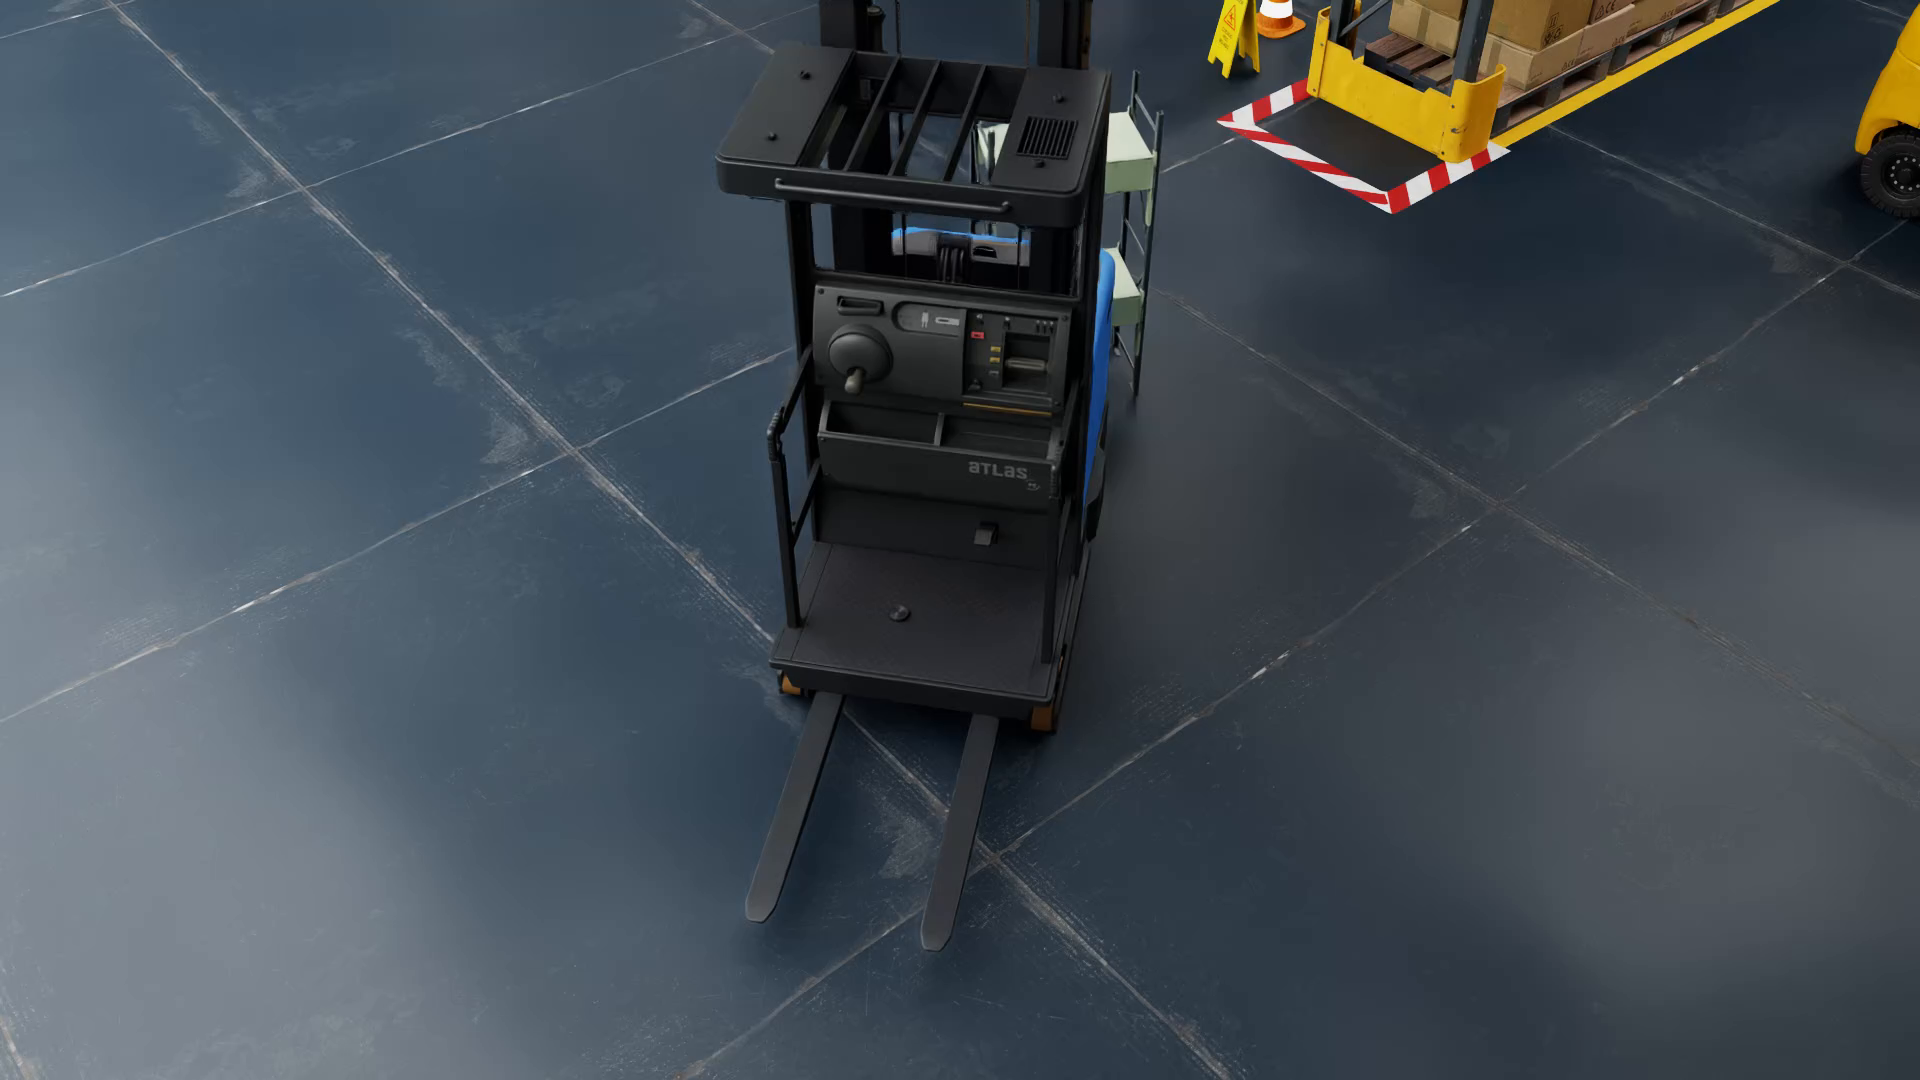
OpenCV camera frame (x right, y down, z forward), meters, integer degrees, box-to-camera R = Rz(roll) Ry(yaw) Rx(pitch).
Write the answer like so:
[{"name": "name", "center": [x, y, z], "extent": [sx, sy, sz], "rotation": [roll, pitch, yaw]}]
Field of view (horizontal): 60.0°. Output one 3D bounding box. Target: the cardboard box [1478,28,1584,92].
[{"name": "cardboard box", "center": [3.354, -2.963, 9.970], "extent": [0.500, 0.250, 0.500], "rotation": [-30, 51, -28]}]

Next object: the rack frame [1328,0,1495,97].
[{"name": "rack frame", "center": [2.557, -3.604, 8.949], "extent": [0.127, 3.000, 1.000], "rotation": [-30, 51, -28]}]

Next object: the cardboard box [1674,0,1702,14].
[{"name": "cardboard box", "center": [4.549, -3.650, 10.701], "extent": [0.500, 0.250, 0.500], "rotation": [-29, 50, -27]}]

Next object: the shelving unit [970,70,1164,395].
[{"name": "shelving unit", "center": [0.454, -1.335, 7.629], "extent": [0.755, 1.500, 0.431], "rotation": [-8, 44, -9]}]

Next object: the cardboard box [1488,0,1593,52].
[{"name": "cardboard box", "center": [3.371, -3.248, 9.724], "extent": [0.500, 0.500, 0.500], "rotation": [-32, 52, -29]}]

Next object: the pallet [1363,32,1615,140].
[{"name": "pallet", "center": [3.262, -2.959, 10.300], "extent": [1.213, 0.211, 1.003], "rotation": [-30, 51, -28]}]

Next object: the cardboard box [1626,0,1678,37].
[{"name": "cardboard box", "center": [4.160, -3.430, 10.466], "extent": [0.500, 0.250, 0.500], "rotation": [-26, 49, -25]}]

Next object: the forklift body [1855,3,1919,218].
[{"name": "forklift body", "center": [6.029, -2.480, 8.373], "extent": [1.214, 2.155, 2.313], "rotation": [-30, 51, -28]}]

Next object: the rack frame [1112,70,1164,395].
[{"name": "rack frame", "center": [0.812, -1.386, 7.683], "extent": [0.023, 1.500, 0.400], "rotation": [-8, 44, -9]}]

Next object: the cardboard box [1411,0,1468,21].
[{"name": "cardboard box", "center": [3.005, -3.517, 10.011], "extent": [0.500, 0.500, 0.500], "rotation": [-29, 51, -28]}]

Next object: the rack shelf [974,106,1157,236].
[{"name": "rack shelf", "center": [0.454, -1.619, 7.362], "extent": [0.720, 0.370, 0.431], "rotation": [-8, 44, -9]}]

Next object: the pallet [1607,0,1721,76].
[{"name": "pallet", "center": [4.197, -3.492, 10.867], "extent": [1.213, 0.211, 1.003], "rotation": [-30, 51, -28]}]

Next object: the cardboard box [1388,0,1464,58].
[{"name": "cardboard box", "center": [3.023, -3.261, 10.287], "extent": [0.500, 0.250, 0.500], "rotation": [-30, 51, -28]}]

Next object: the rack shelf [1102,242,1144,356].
[{"name": "rack shelf", "center": [0.454, -1.097, 7.852], "extent": [0.720, 0.370, 0.431], "rotation": [-8, 44, -9]}]

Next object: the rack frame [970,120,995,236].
[{"name": "rack frame", "center": [0.095, -1.284, 7.575], "extent": [0.023, 1.500, 0.400], "rotation": [-8, 44, -9]}]

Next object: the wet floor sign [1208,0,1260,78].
[{"name": "wet floor sign", "center": [1.725, -3.224, 10.265], "extent": [0.232, 0.644, 0.267], "rotation": [-14, 45, -14]}]

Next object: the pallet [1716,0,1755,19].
[{"name": "pallet", "center": [5.133, -4.030, 11.441], "extent": [1.213, 0.211, 1.003], "rotation": [-30, 51, -28]}]

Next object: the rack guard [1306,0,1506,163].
[{"name": "rack guard", "center": [2.616, -2.726, 9.841], "extent": [0.348, 0.500, 1.175], "rotation": [-30, 51, -28]}]

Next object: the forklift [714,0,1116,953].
[{"name": "forklift", "center": [-0.108, -0.598, 5.800], "extent": [1.130, 2.935, 3.031], "rotation": [7, 44, 8]}]

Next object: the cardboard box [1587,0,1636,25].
[{"name": "cardboard box", "center": [3.770, -3.479, 9.971], "extent": [0.500, 0.500, 0.500], "rotation": [-32, 52, -29]}]

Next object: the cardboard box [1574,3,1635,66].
[{"name": "cardboard box", "center": [3.750, -3.184, 10.204], "extent": [0.500, 0.250, 0.500], "rotation": [-28, 50, -27]}]

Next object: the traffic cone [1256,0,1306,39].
[{"name": "traffic cone", "center": [2.060, -3.545, 10.740], "extent": [0.334, 0.463, 0.336], "rotation": [-30, 51, -28]}]
